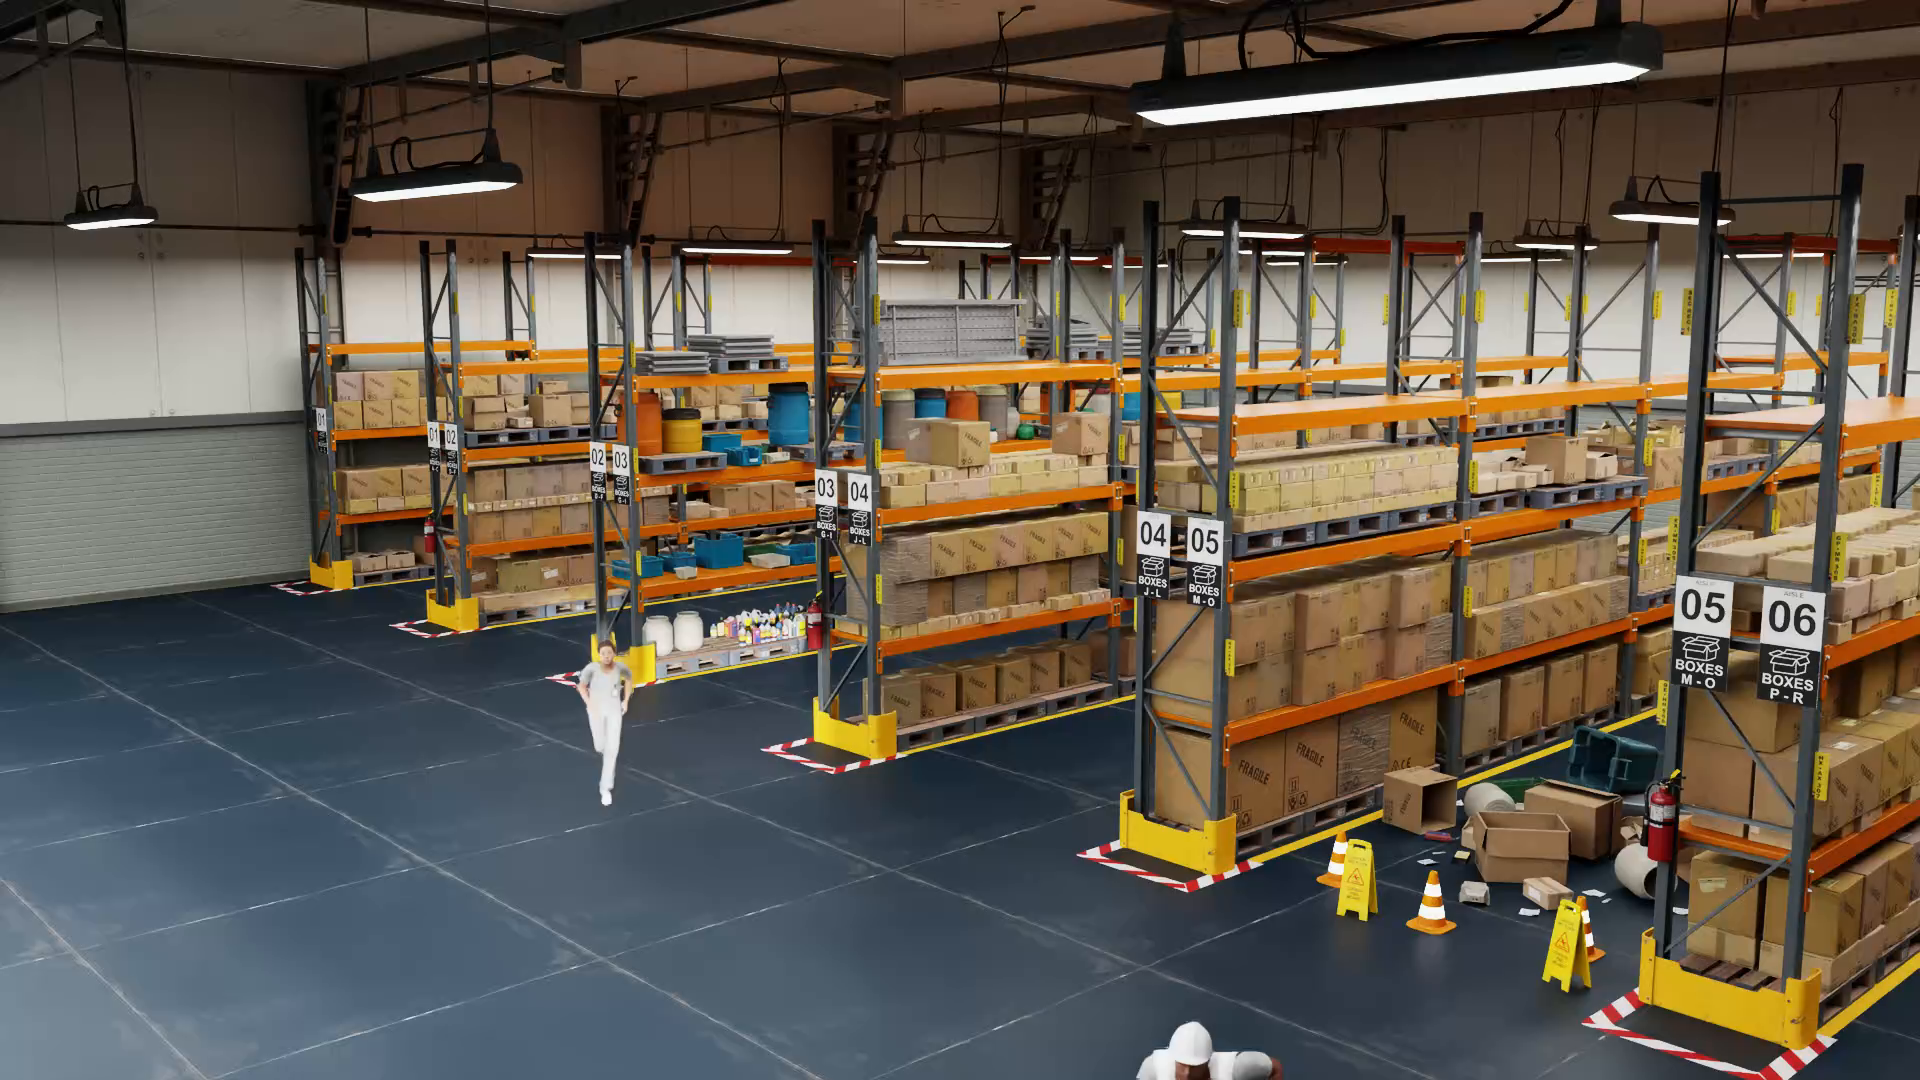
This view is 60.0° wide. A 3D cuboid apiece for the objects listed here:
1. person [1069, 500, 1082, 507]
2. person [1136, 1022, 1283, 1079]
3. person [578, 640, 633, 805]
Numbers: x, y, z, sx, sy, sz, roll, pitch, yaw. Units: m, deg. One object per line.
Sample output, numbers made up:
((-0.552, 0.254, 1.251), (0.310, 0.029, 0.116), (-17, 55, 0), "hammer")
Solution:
((2.214, -0.274, 31.425), (0.653, 1.704, 0.880), (8, 12, 44), "person")
((1.262, 3.141, 8.466), (0.729, 1.726, 1.035), (3, 9, 20), "person")
((-3.697, 1.828, 17.410), (0.564, 1.658, 1.060), (-2, 9, -10), "person")
